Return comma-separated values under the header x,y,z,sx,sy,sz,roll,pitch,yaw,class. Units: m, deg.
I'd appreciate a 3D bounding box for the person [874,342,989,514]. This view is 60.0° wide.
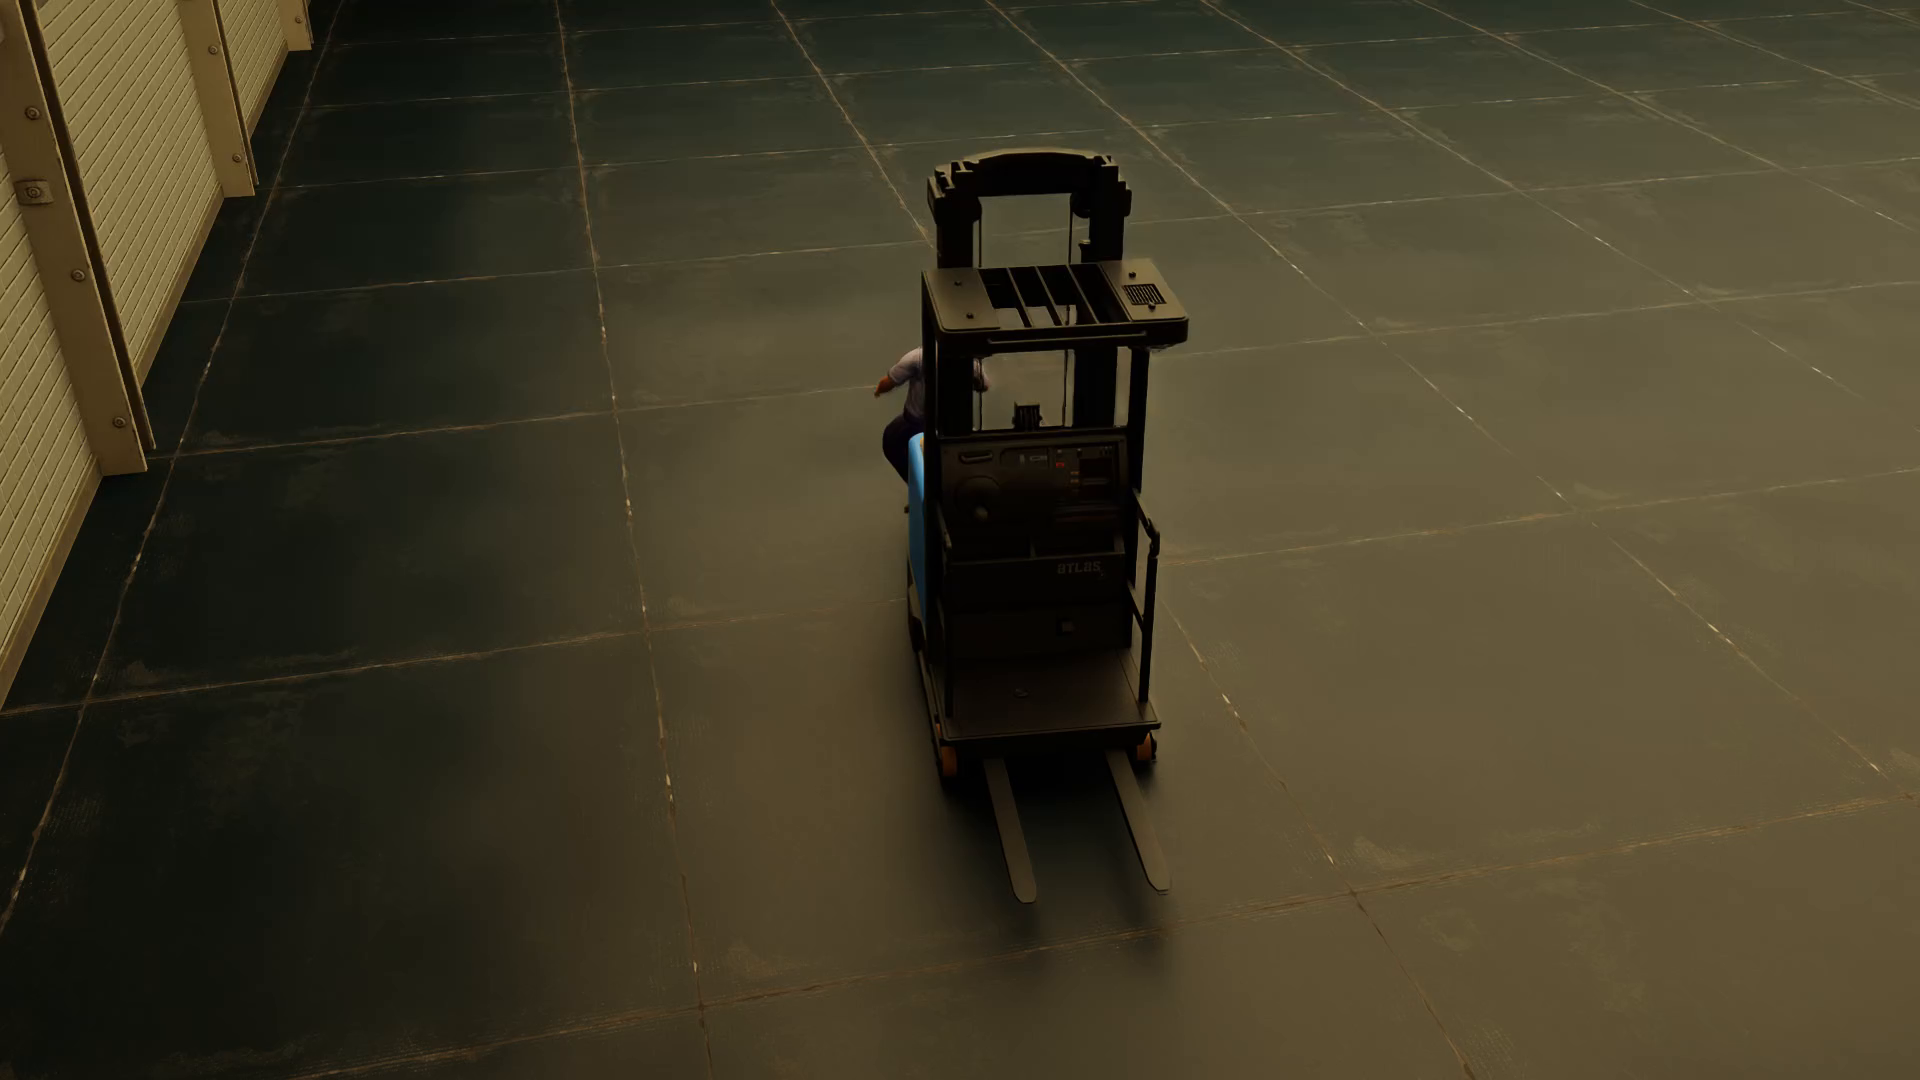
x,y,z,sx,sy,sz,roll,pitch,yaw,class
-0.119,-0.805,10.400,0.826,1.488,0.671,-2,30,-3,person

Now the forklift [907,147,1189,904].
x,y,z,sx,sy,sz,roll,pitch,yaw,class
0.398,-0.253,8.012,1.130,2.935,3.031,-4,30,-7,forklift
